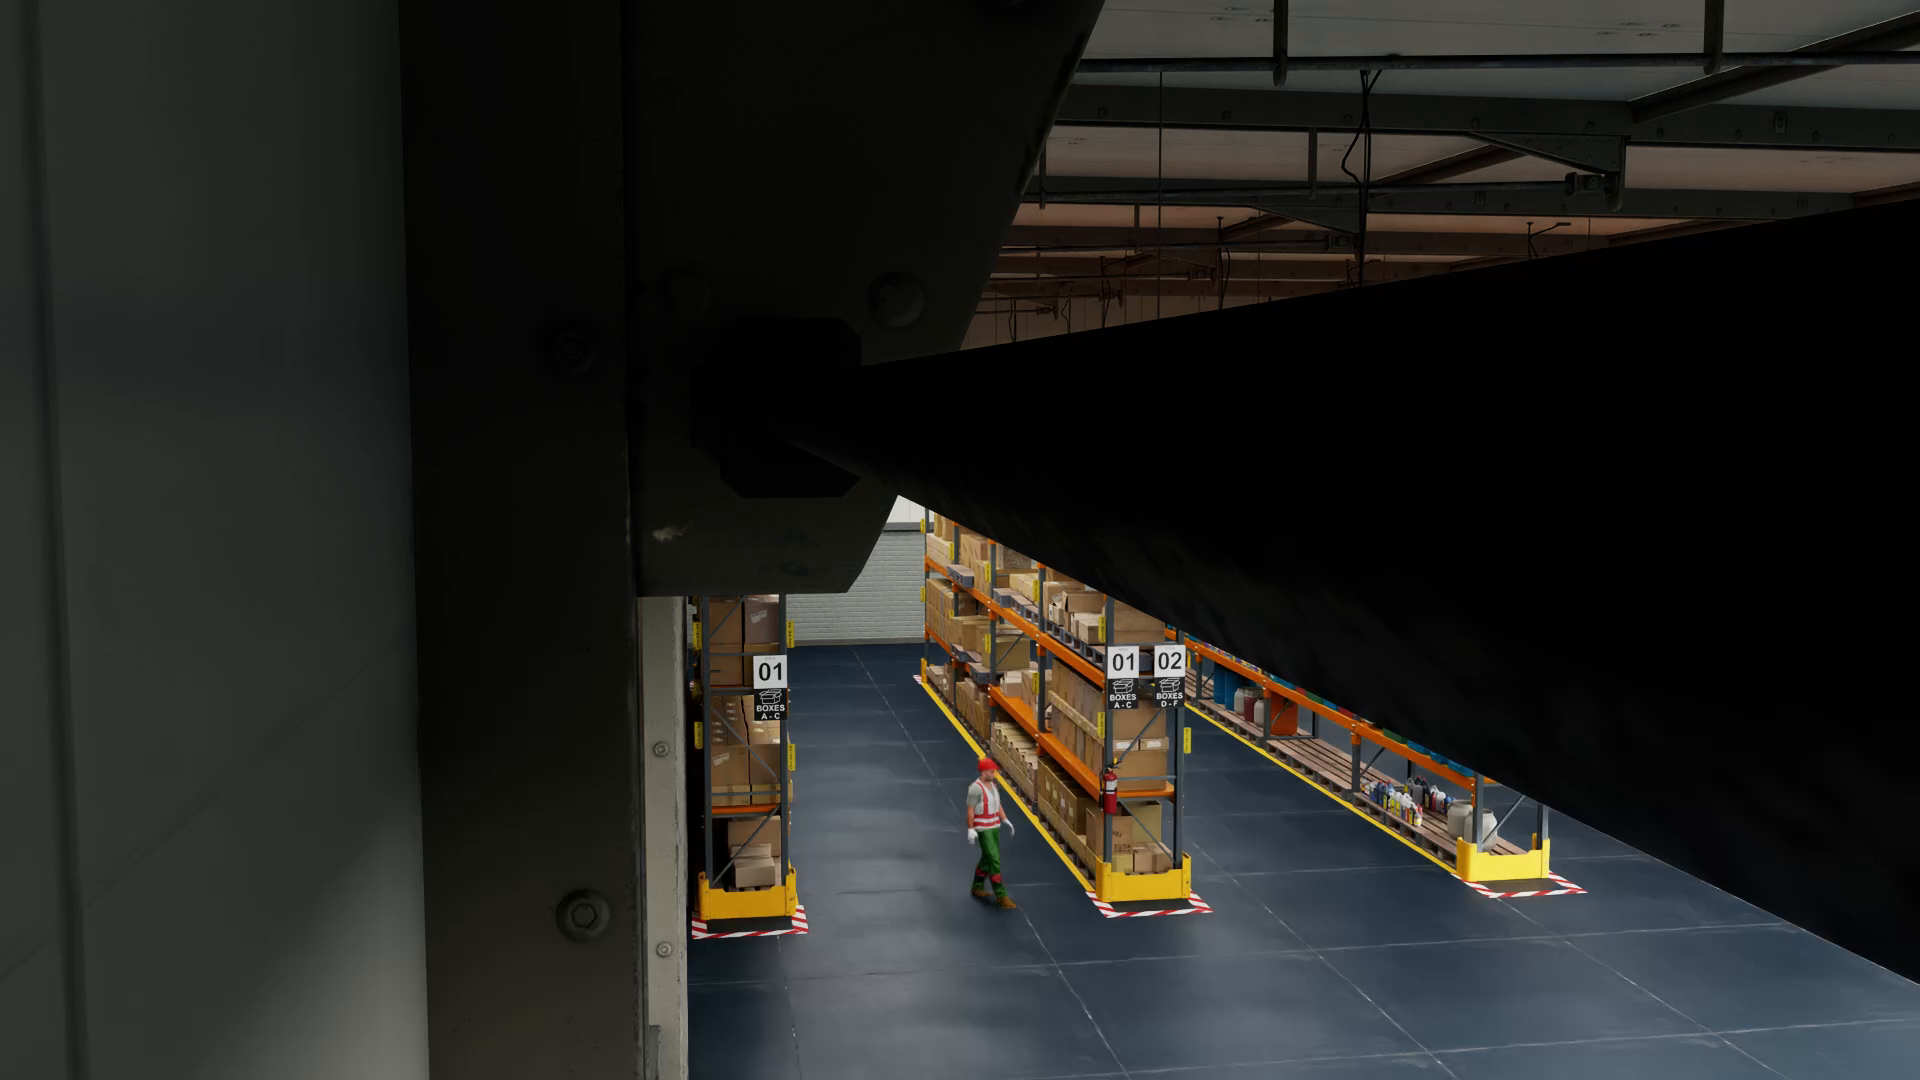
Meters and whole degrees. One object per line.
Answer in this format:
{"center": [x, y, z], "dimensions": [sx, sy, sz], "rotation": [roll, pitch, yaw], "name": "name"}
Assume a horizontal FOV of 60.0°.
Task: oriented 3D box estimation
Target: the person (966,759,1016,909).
{"center": [0.443, 3.632, 20.739], "dimensions": [0.795, 1.790, 0.559], "rotation": [3, 6, 33], "name": "person"}
